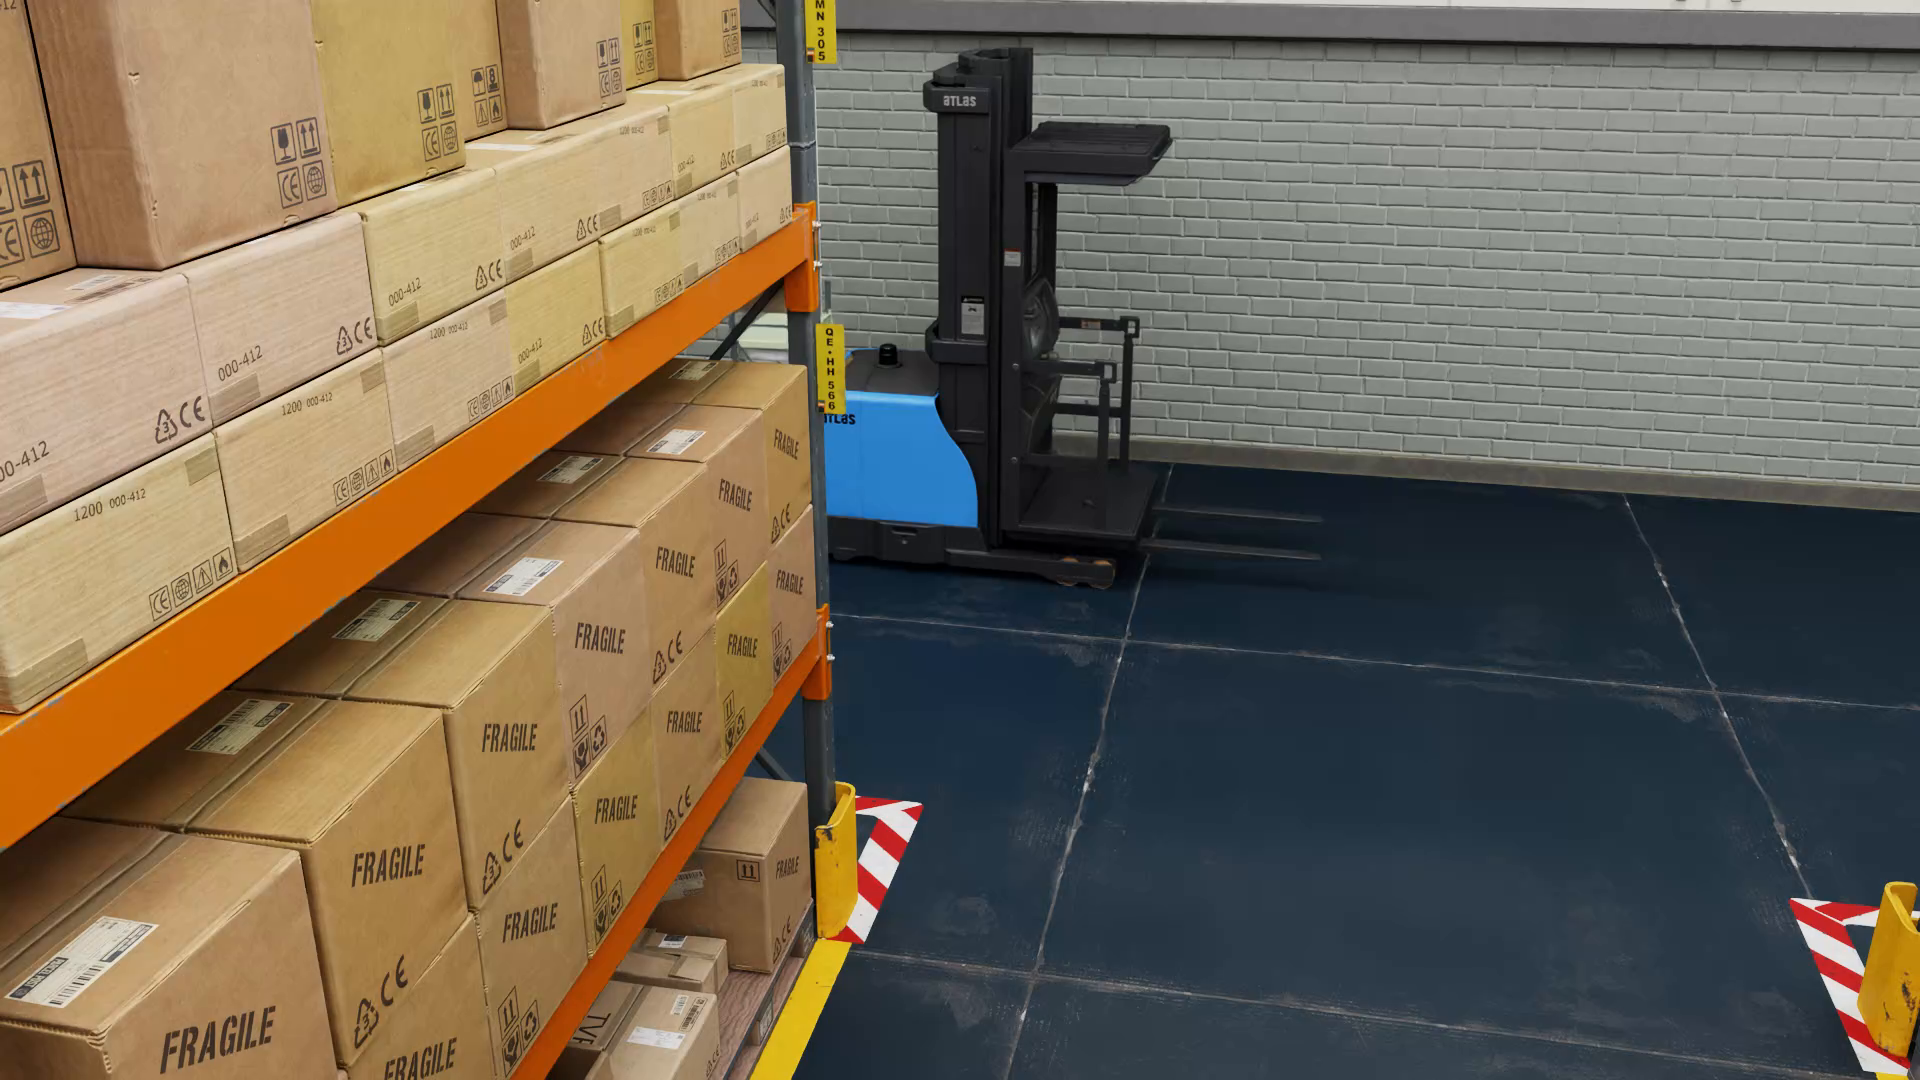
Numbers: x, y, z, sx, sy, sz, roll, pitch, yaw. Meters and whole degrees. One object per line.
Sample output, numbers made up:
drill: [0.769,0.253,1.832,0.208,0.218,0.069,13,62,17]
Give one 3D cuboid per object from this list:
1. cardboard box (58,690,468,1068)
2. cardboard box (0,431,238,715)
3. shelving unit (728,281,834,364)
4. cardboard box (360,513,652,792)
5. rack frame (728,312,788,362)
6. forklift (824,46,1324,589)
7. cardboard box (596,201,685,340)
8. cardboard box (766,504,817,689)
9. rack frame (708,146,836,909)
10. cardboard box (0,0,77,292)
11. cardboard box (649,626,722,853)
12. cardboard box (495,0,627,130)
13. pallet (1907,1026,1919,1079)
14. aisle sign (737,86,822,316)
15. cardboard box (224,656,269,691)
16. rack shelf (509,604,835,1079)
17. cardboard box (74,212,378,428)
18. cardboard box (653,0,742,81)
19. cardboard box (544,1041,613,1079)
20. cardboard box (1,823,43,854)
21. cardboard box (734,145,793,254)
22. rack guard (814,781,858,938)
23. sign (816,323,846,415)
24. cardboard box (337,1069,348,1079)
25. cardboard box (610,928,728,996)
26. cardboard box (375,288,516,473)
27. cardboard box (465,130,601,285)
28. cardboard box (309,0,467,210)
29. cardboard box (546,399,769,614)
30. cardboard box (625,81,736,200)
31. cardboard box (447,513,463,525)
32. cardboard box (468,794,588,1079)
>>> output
cardboard box: [-1.334,0.646,3.262,0.500,0.500,0.500,4,22,9]
cardboard box: [-1.468,0.015,2.487,0.500,0.250,0.500,4,22,11]
shelving unit: [-1.069,-0.786,10.289,0.431,1.500,0.755,4,22,12]
cardboard box: [-1.124,0.269,4.198,0.500,0.500,0.500,5,23,13]
rack frame: [-1.148,-0.653,9.958,0.400,1.500,0.023,4,22,12]
forklift: [0.657,-1.291,9.637,3.031,2.935,1.130,5,22,12]
cardboard box: [-1.042,-0.715,4.299,0.500,0.250,0.500,4,22,11]
cardboard box: [-0.819,0.171,5.780,0.500,0.500,0.500,5,23,13]
rack frame: [-0.994,0.033,6.257,1.000,3.000,0.127,4,22,11]
cardboard box: [-1.748,-0.587,2.307,0.700,0.500,0.500,4,22,11]
cardboard box: [-1.028,0.543,4.856,0.500,0.500,0.500,5,22,11]
cardboard box: [-1.265,-1.312,4.109,0.700,0.500,0.500,4,22,11]
pallet: [3.648,2.004,5.095,1.003,0.211,1.213,4,22,11]
aisle sign: [-0.680,-1.175,5.775,0.394,0.787,0.004,4,22,11]
cardboard box: [-1.755,0.409,3.850,0.500,0.500,0.500,5,22,11]
rack shelf: [-1.402,1.098,4.575,1.077,0.370,4.000,4,22,11]
cardboard box: [-1.367,-0.400,2.848,0.500,0.250,0.500,4,22,11]
cardboard box: [-1.083,-1.680,5.021,0.700,0.500,0.500,4,22,11]
cardboard box: [-1.432,1.762,4.716,0.797,0.503,0.637,4,22,11]
cardboard box: [-1.960,0.781,2.927,0.500,0.500,0.500,5,22,11]
cardboard box: [-0.840,-1.081,5.208,0.500,0.250,0.500,4,22,11]
rack guard: [-1.009,1.220,6.655,1.175,0.500,0.348,4,22,11]
sign: [-0.455,-0.601,5.858,0.100,0.325,0.005,4,22,11]
cardboard box: [-1.439,1.284,3.017,0.500,0.500,0.500,5,22,12]
cardboard box: [-1.034,1.502,5.813,0.380,0.166,0.250,4,22,11]
cardboard box: [-1.259,-0.350,3.394,0.500,0.250,0.500,4,22,11]
cardboard box: [-1.152,-0.765,3.753,0.500,0.250,0.500,4,22,11]
cardboard box: [-1.411,-0.942,3.190,0.700,0.500,0.500,4,22,11]
cardboard box: [-0.918,-0.109,5.136,0.500,0.500,0.500,5,22,12]
cardboard box: [-0.951,-1.131,4.662,0.500,0.250,0.500,4,22,11]
cardboard box: [-1.549,0.039,4.769,0.500,0.500,0.500,5,22,12]
cardboard box: [-1.234,0.913,3.936,0.500,0.500,0.500,4,22,11]
